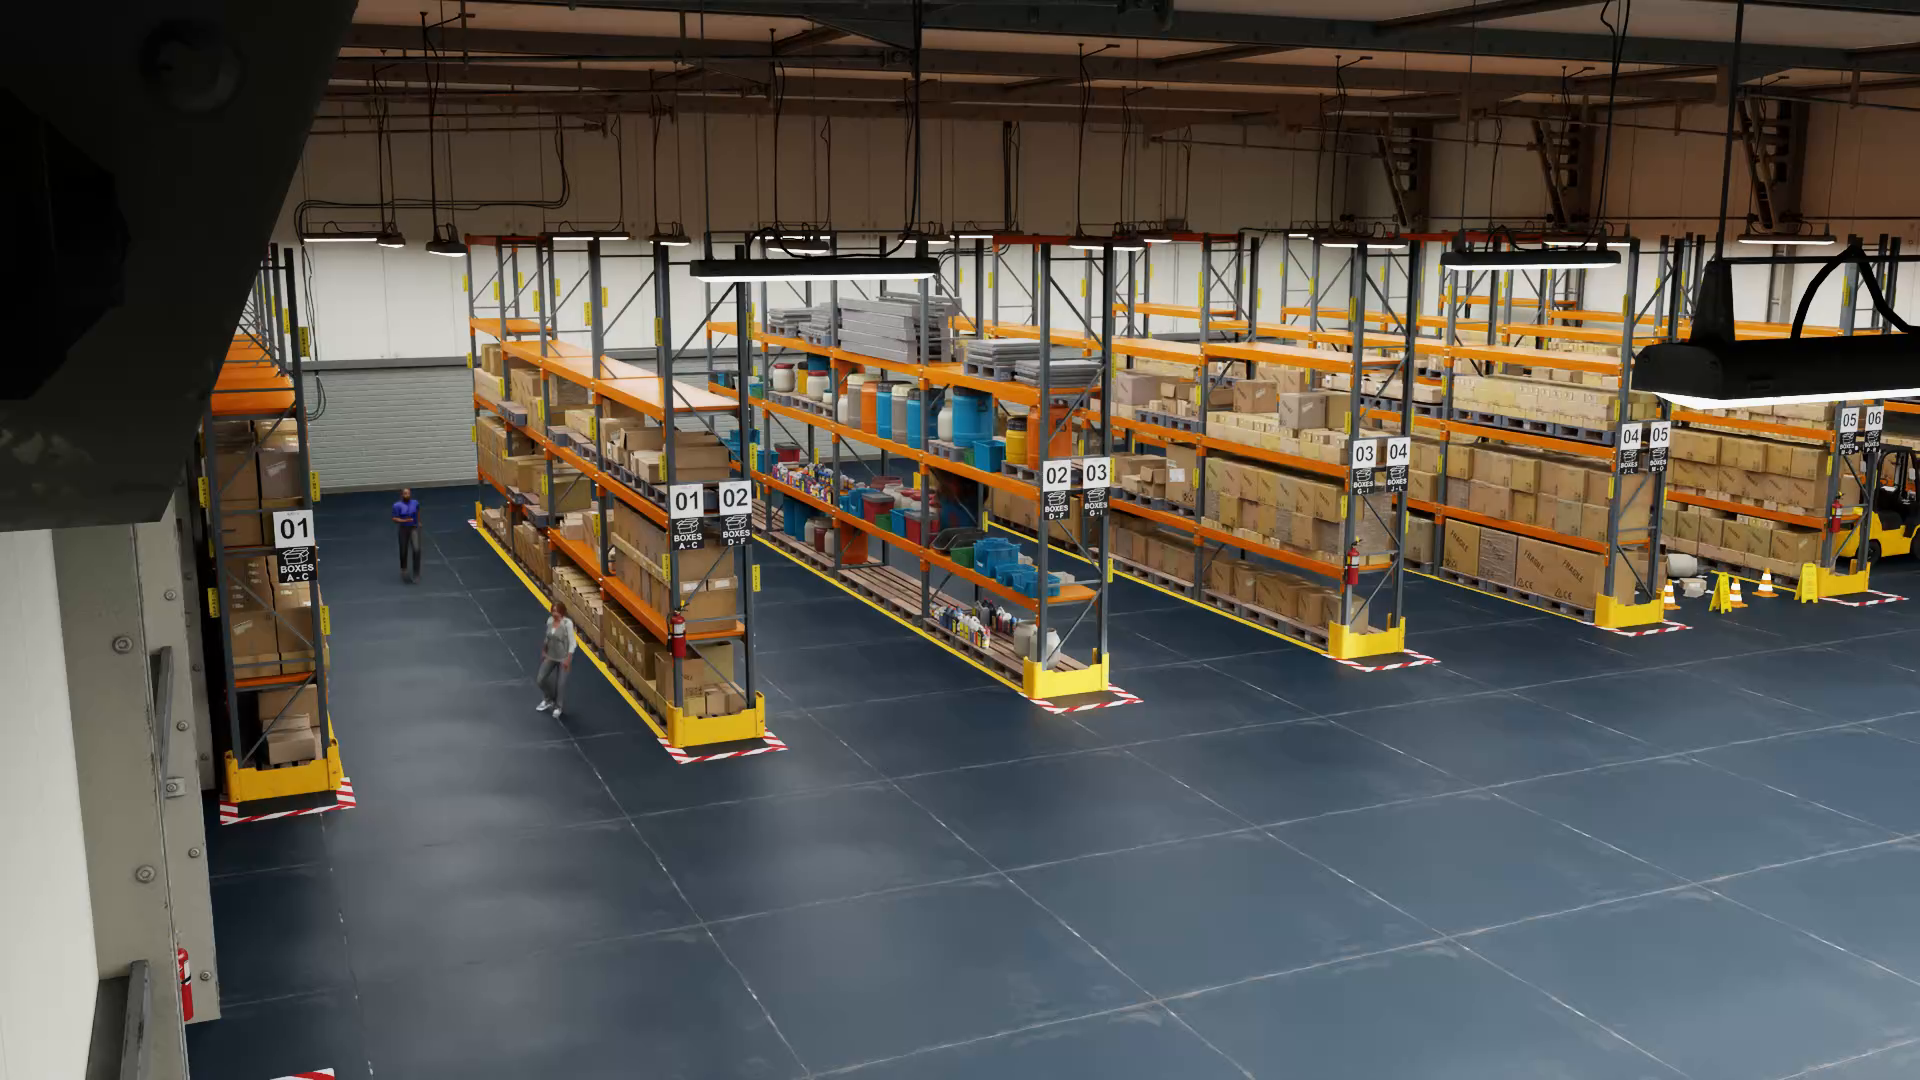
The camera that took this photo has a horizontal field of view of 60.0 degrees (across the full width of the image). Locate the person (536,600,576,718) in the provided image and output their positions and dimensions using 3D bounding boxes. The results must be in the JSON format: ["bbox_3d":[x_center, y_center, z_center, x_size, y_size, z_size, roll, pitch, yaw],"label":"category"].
[{"bbox_3d":[-5.182,1.527,21.258,0.653,1.584,0.429,3,11,14],"label":"person"}]

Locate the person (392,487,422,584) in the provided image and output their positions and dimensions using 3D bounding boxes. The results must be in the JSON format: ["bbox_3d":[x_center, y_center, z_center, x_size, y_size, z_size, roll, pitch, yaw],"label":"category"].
[{"bbox_3d":[-9.722,-0.100,29.296,0.529,1.715,0.849,-6,12,-27],"label":"person"}]
